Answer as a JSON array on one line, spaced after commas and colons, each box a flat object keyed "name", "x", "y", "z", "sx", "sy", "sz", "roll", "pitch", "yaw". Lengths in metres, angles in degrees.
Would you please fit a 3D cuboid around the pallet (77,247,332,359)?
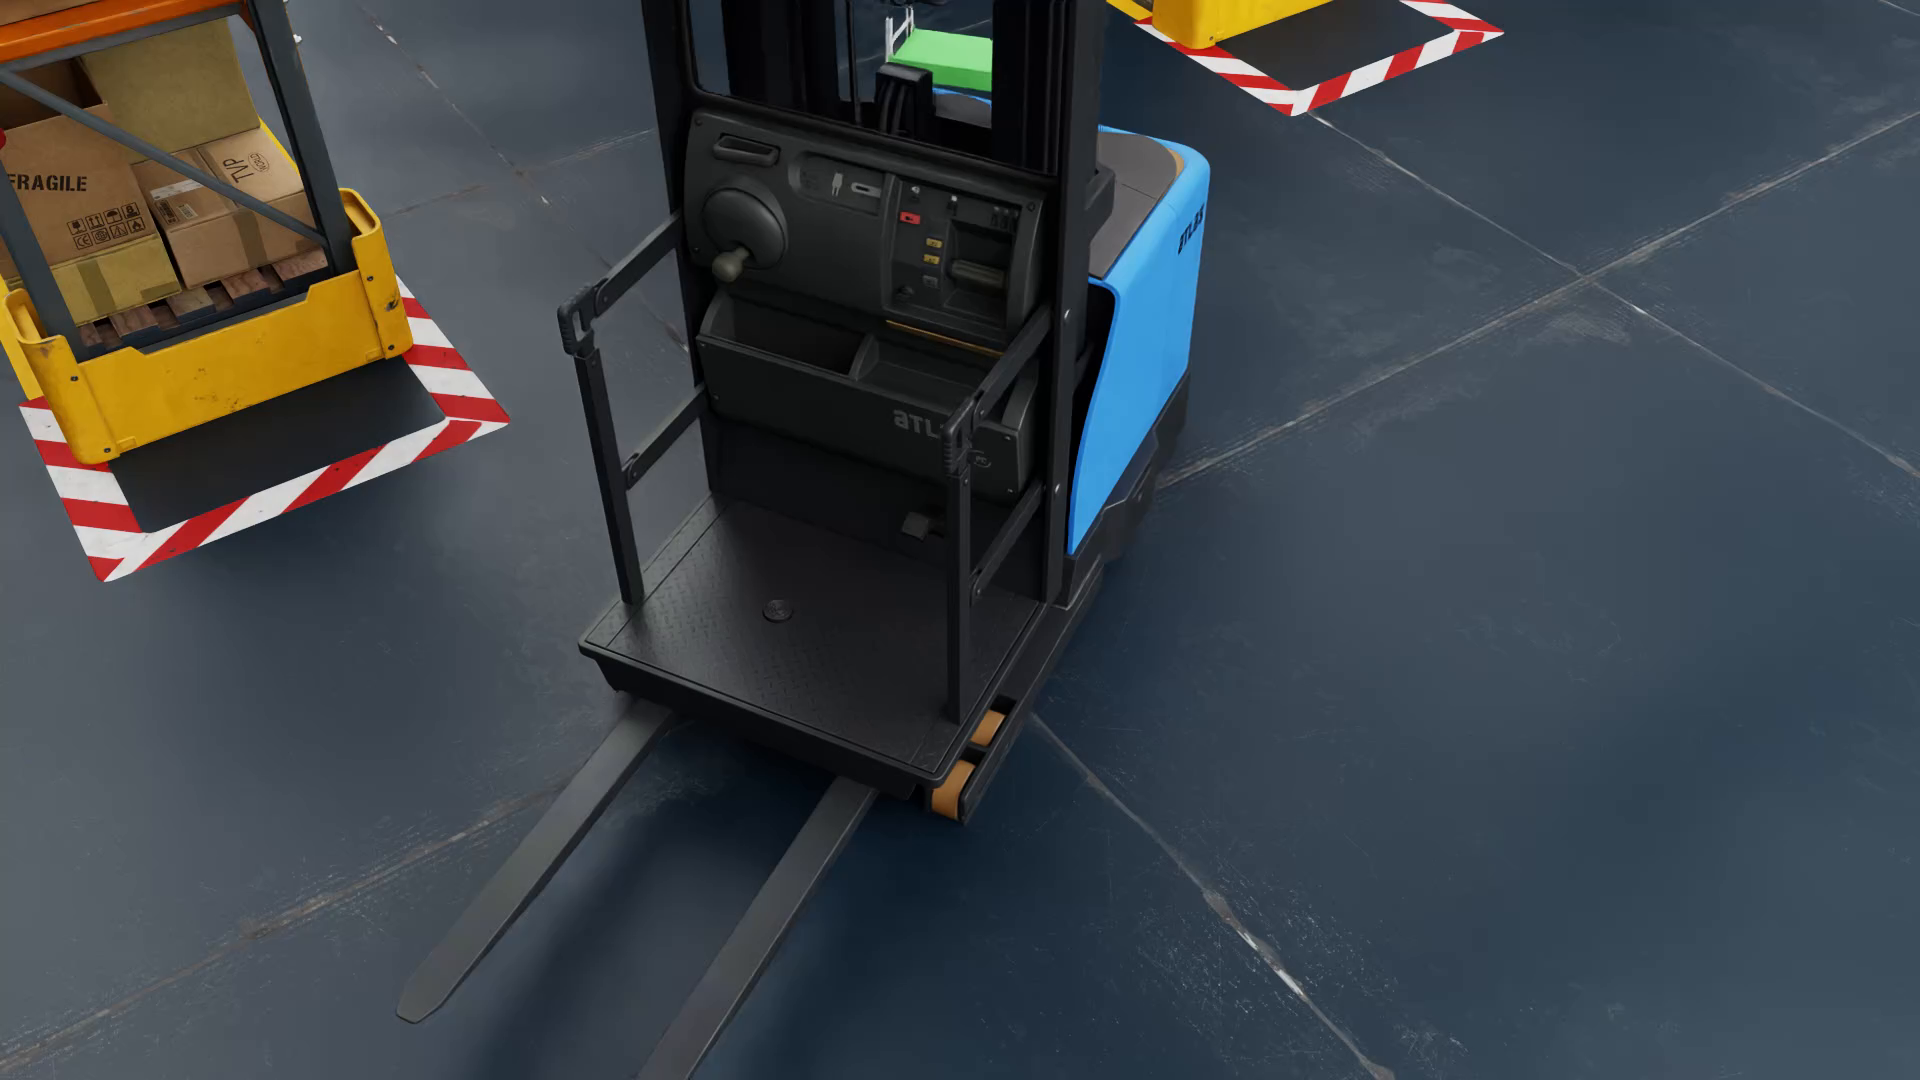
[{"name": "pallet", "x": -3.007, "y": -1.066, "z": 6.213, "sx": 1.003, "sy": 0.211, "sz": 1.213, "roll": -26, "pitch": 49, "yaw": -24}]

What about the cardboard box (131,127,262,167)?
[{"name": "cardboard box", "x": -2.948, "y": -1.488, "z": 6.324, "sx": 0.500, "sy": 0.250, "sz": 0.500, "roll": -26, "pitch": 49, "yaw": -24}]

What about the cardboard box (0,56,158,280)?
[{"name": "cardboard box", "x": -3.086, "y": -1.272, "z": 5.555, "sx": 0.500, "sy": 0.500, "sz": 0.500, "roll": -26, "pitch": 49, "yaw": -24}]

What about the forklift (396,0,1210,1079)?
[{"name": "forklift", "x": -0.337, "y": -0.661, "z": 3.820, "sx": 1.130, "sy": 2.935, "sz": 3.031, "roll": 18, "pitch": 47, "yaw": 18}]

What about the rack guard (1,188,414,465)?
[{"name": "rack guard", "x": -2.521, "y": -0.740, "z": 5.663, "sx": 1.175, "sy": 0.500, "sz": 0.348, "roll": -26, "pitch": 49, "yaw": -24}]

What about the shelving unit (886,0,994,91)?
[{"name": "shelving unit", "x": 0.033, "y": -1.190, "z": 5.616, "sx": 0.503, "sy": 1.200, "sz": 0.258, "roll": 11, "pitch": 41, "yaw": 12}]

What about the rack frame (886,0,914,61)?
[{"name": "rack frame", "x": -0.201, "y": -1.237, "z": 5.665, "sx": 0.015, "sy": 1.200, "sz": 0.240, "roll": 11, "pitch": 41, "yaw": 12}]

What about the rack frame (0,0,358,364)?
[{"name": "rack frame", "x": -2.535, "y": -1.658, "z": 4.814, "sx": 1.000, "sy": 3.000, "sz": 0.127, "roll": -26, "pitch": 49, "yaw": -24}]

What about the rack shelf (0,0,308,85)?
[{"name": "rack shelf", "x": -3.679, "y": -2.530, "z": 6.249, "sx": 1.077, "sy": 0.370, "sz": 4.000, "roll": -26, "pitch": 49, "yaw": -24}]

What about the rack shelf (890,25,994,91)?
[{"name": "rack shelf", "x": 0.041, "y": -1.508, "z": 5.348, "sx": 0.480, "sy": 0.148, "sz": 0.258, "roll": 11, "pitch": 41, "yaw": 12}]

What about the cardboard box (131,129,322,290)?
[{"name": "cardboard box", "x": -2.659, "y": -1.207, "z": 6.029, "sx": 0.500, "sy": 0.250, "sz": 0.500, "roll": -26, "pitch": 49, "yaw": -24}]

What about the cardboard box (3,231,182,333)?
[{"name": "cardboard box", "x": -3.084, "y": -1.002, "z": 5.814, "sx": 0.500, "sy": 0.250, "sz": 0.500, "roll": -26, "pitch": 49, "yaw": -24}]

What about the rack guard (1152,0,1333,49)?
[{"name": "rack guard", "x": 1.448, "y": -2.732, "z": 7.750, "sx": 1.175, "sy": 0.500, "sz": 0.348, "roll": -26, "pitch": 49, "yaw": -24}]

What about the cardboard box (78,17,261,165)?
[{"name": "cardboard box", "x": -2.947, "y": -1.760, "z": 6.066, "sx": 0.500, "sy": 0.500, "sz": 0.500, "roll": -26, "pitch": 49, "yaw": -24}]

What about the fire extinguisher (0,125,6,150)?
[{"name": "fire extinguisher", "x": -2.848, "y": -1.379, "z": 4.578, "sx": 0.296, "sy": 0.674, "sz": 0.183, "roll": -26, "pitch": 49, "yaw": -24}]

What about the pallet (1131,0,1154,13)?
[{"name": "pallet", "x": 0.988, "y": -3.090, "z": 8.334, "sx": 1.003, "sy": 0.211, "sz": 1.213, "roll": -26, "pitch": 49, "yaw": -24}]
